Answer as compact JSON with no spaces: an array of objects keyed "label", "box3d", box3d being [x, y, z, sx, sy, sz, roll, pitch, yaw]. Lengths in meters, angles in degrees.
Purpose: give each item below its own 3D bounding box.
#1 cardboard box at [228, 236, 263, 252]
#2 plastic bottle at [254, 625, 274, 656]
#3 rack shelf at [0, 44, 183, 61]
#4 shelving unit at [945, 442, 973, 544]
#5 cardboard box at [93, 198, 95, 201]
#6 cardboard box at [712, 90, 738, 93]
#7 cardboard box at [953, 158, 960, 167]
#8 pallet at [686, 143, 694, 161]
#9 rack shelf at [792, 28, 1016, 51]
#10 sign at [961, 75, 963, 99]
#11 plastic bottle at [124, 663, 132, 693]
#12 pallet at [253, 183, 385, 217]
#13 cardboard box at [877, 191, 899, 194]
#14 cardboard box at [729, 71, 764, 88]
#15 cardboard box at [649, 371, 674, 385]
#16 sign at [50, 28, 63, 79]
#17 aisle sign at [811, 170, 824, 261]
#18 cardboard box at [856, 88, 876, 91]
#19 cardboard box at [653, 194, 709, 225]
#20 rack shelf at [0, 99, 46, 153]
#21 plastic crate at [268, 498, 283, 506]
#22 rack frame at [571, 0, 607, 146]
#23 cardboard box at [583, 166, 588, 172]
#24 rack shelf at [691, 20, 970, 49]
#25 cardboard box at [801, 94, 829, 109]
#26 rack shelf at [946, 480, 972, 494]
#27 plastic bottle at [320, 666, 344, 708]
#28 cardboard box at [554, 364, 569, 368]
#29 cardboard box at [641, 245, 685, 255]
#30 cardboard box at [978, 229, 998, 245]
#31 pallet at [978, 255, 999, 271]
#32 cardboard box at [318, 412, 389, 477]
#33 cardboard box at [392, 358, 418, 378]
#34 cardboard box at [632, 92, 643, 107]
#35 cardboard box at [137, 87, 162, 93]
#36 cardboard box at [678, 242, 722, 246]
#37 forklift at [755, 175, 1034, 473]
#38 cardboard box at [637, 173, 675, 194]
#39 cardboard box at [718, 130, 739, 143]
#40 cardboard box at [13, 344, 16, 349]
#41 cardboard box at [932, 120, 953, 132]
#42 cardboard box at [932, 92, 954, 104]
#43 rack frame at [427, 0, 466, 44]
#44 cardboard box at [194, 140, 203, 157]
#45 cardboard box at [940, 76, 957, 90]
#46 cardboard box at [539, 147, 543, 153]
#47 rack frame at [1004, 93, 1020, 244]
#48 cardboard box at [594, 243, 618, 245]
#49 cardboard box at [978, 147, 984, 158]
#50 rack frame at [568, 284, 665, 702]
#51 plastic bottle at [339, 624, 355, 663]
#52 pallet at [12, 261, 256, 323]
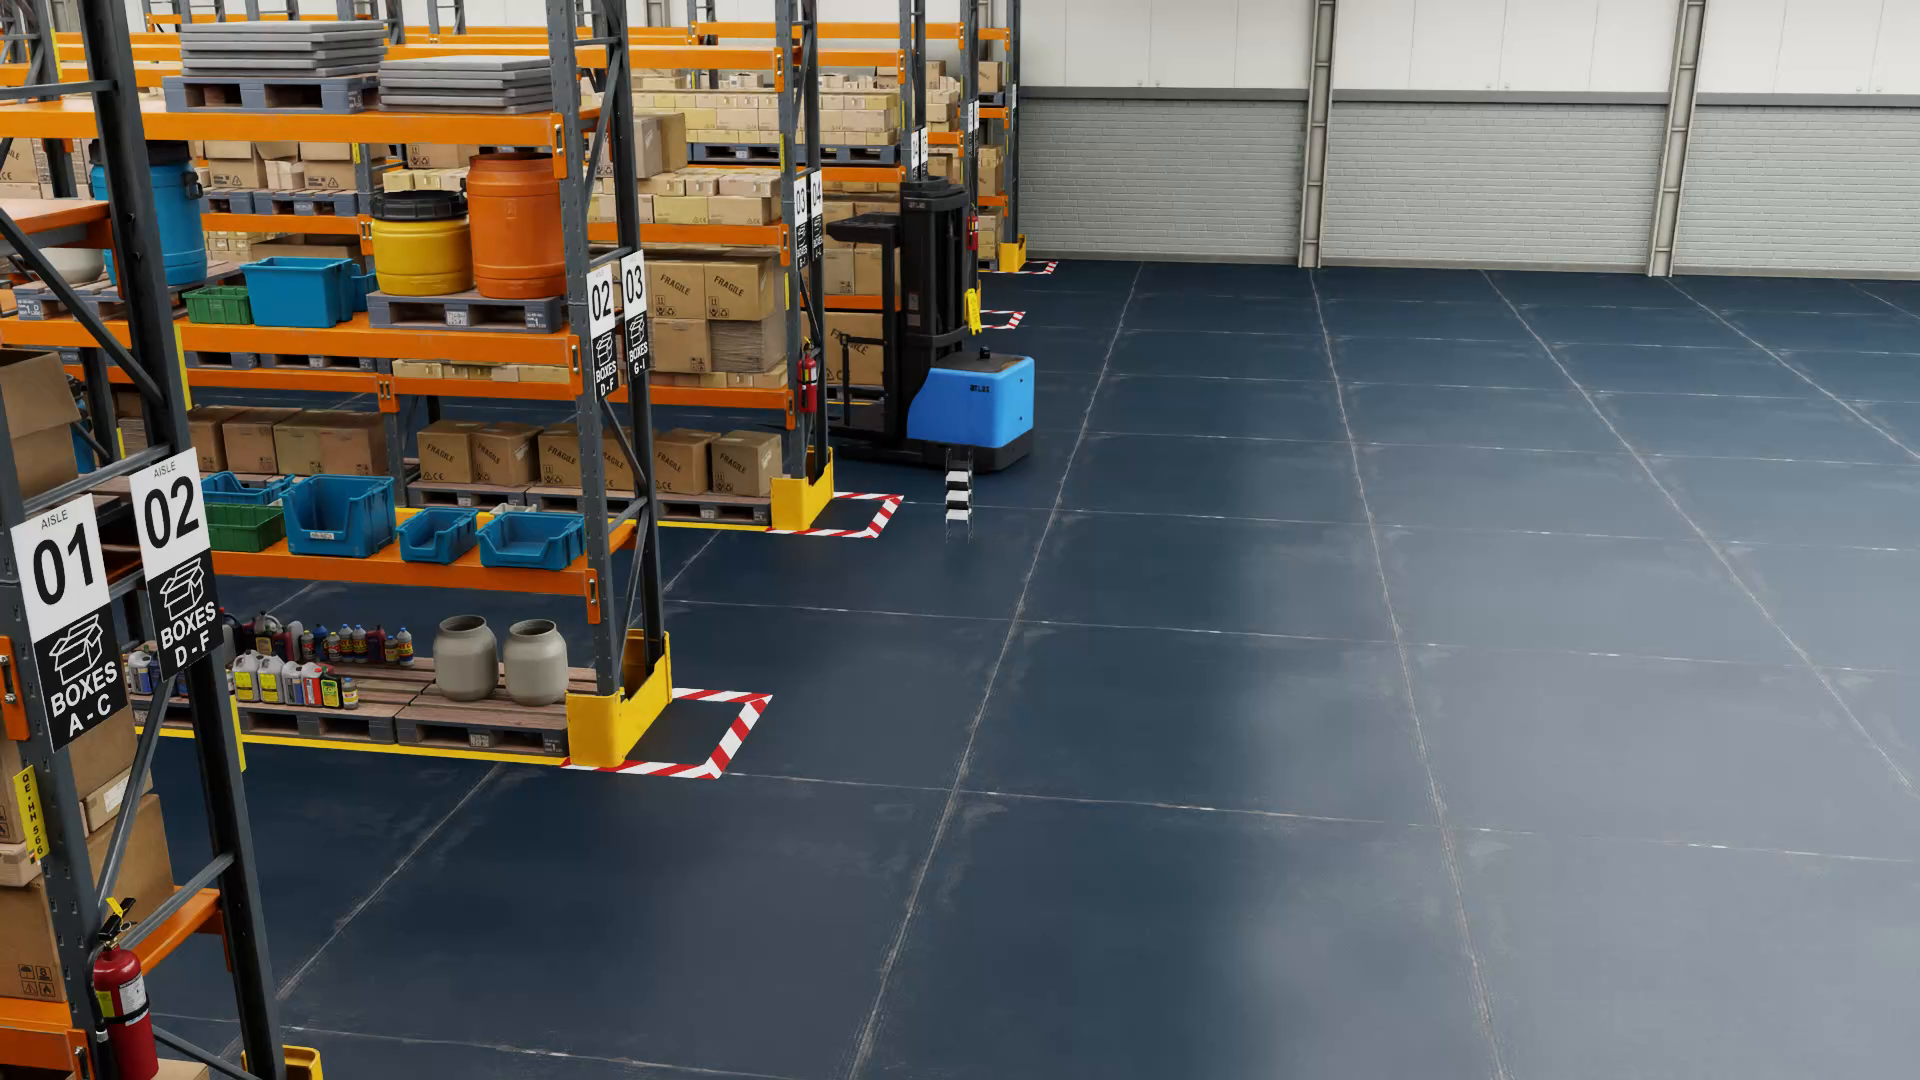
[{"label":"cardboard box","box3d":[-9.006,-3.745,20.981,0.250,0.149,0.380,3,19,10]},{"label":"plastic bottle","box3d":[-4.970,0.741,11.896,0.133,0.283,0.061,3,19,9]},{"label":"rack shelf","box3d":[-10.421,-6.057,20.934,4.000,0.370,1.077,3,19,9]},{"label":"shelving unit","box3d":[-0.008,-0.427,15.108,0.210,0.900,0.258,3,19,9]},{"label":"cardboard box","box3d":[-7.893,-3.292,15.871,0.500,0.250,0.500,3,19,10]},{"label":"cardboard box","box3d":[-2.839,-5.386,20.213,0.250,0.149,0.380,3,19,8]},{"label":"cardboard box","box3d":[0.031,-6.671,29.280,0.250,0.149,0.380,3,19,10]},{"label":"pallet","box3d":[-3.691,-4.777,20.211,1.213,0.211,1.003,3,19,9]},{"label":"rack shelf","box3d":[-1.053,-8.765,29.029,4.000,0.370,1.077,3,19,9]},{"label":"sign","box3d":[0.030,-6.465,23.721,0.005,0.325,0.100,3,19,9]},{"label":"plastic bottle","box3d":[-5.723,0.942,11.424,0.097,0.201,0.097,0,18,0]},{"label":"pallet","box3d":[-5.976,-3.290,15.923,1.003,0.211,1.213,3,19,9]},{"label":"cardboard box","box3d":[-0.936,-4.951,24.694,0.500,0.500,0.500,3,19,9]},{"label":"cardboard box","box3d":[-3.781,-8.139,29.440,0.500,0.311,0.500,2,19,7]},{"label":"cardboard box","box3d":[-2.735,-1.573,15.621,0.250,0.149,0.380,3,19,9]},{"label":"sign","box3d":[-6.071,-3.258,11.134,0.005,0.325,0.100,3,19,9]},{"label":"aisle sign","box3d":[-1.325,-3.014,15.434,0.004,0.787,0.394,3,19,9]},{"label":"cardboard box","box3d":[-1.410,-6.655,24.825,0.250,0.149,0.380,3,19,10]},{"label":"cardboard box","box3d":[-2.444,-3.011,15.030,0.500,0.250,0.500,3,19,9]},{"label":"rack shelf","box3d":[-8.144,-2.755,11.066,4.000,0.370,1.077,3,19,9]},{"label":"plastic crate","box3d":[-4.526,-0.213,11.574,0.437,0.136,0.530,3,19,9]},{"label":"rack frame","box3d":[-4.497,-6.286,19.854,0.127,3.000,1.000,3,19,9]},{"label":"cardboard box","box3d":[-3.463,-3.400,15.566,0.250,0.149,0.380,2,19,7]},{"label":"rack shelf","box3d":[-1.837,-7.398,24.318,4.000,0.370,1.077,3,19,9]},{"label":"cardboard box","box3d":[-1.689,-5.116,19.407,0.250,0.149,0.380,3,19,10]},{"label":"rack shelf","box3d":[-0.008,-0.481,15.090,0.200,0.077,0.258,3,19,9]},{"label":"plastic bottle","box3d":[-4.221,0.985,11.165,0.133,0.283,0.061,3,19,10]},{"label":"cardboard box","box3d":[-3.464,-1.970,15.785,0.500,0.500,0.875,3,19,9]},{"label":"cardboard box","box3d":[-2.921,-2.518,15.847,0.500,0.500,0.500,3,19,9]},{"label":"cardboard box","box3d":[0.391,-5.409,29.573,0.500,0.250,0.500,3,19,8]},{"label":"pallet","box3d":[0.160,-5.053,30.020,1.213,0.211,1.003,3,19,9]},{"label":"cardboard box","box3d":[-5.986,-0.953,16.616,0.500,0.500,0.700,1,19,4]},{"label":"cardboard box","box3d":[-5.219,-1.668,15.903,0.250,0.149,0.380,3,19,9]},{"label":"cardboard box","box3d":[-3.939,-5.231,19.750,0.250,0.149,0.380,3,19,8]},{"label":"cardboard box","box3d":[-13.047,-7.175,26.257,0.637,0.503,0.797,4,19,13]},{"label":"cardboard box","box3d":[-3.065,-3.933,20.339,0.550,0.550,0.875,3,19,9]},{"label":"forklift","box3d":[-0.762,-2.376,17.732,3.031,2.935,1.130,8,20,23]},{"label":"cardboard box","box3d":[-2.760,-3.233,15.066,0.250,0.149,0.380,3,19,9]},{"label":"cardboard box","box3d":[-2.690,-4.789,19.685,0.250,0.149,0.380,3,19,9]},{"label":"cardboard box","box3d":[-9.860,-2.088,16.605,0.500,0.500,0.500,4,19,10]},{"label":"cardboard box","box3d":[-0.259,-6.029,24.210,0.250,0.149,0.380,3,19,9]},{"label":"cardboard box","box3d":[-0.243,-6.401,24.066,0.250,0.149,0.380,3,19,9]},{"label":"rack frame","box3d":[-7.761,-8.043,25.105,0.127,3.000,1.000,3,19,9]},{"label":"cardboard box","box3d":[-9.546,-5.082,20.826,0.500,0.500,0.500,3,19,9]},{"label":"cardboard box","box3d":[-0.195,-7.915,28.843,0.258,0.266,0.396,3,19,9]},{"label":"cardboard box","box3d":[-7.461,-7.074,30.847,0.500,0.500,0.500,4,19,11]},{"label":"rack frame","box3d":[0.921,-6.350,29.502,0.127,3.000,1.000,3,19,9]},{"label":"cardboard box","box3d":[-4.131,-3.497,20.738,0.550,0.550,0.875,3,19,9]},{"label":"cardboard box","box3d":[0.286,-6.801,29.201,0.250,0.149,0.380,3,19,9]},{"label":"rack frame","box3d":[-2.220,-0.139,10.937,0.127,3.000,1.000,3,19,9]},{"label":"plastic bottle","box3d":[-4.398,0.735,11.932,0.097,0.271,0.097,0,18,0]},{"label":"pallet","box3d":[-5.441,-1.667,11.076,1.003,0.211,1.213,3,19,9]}]
